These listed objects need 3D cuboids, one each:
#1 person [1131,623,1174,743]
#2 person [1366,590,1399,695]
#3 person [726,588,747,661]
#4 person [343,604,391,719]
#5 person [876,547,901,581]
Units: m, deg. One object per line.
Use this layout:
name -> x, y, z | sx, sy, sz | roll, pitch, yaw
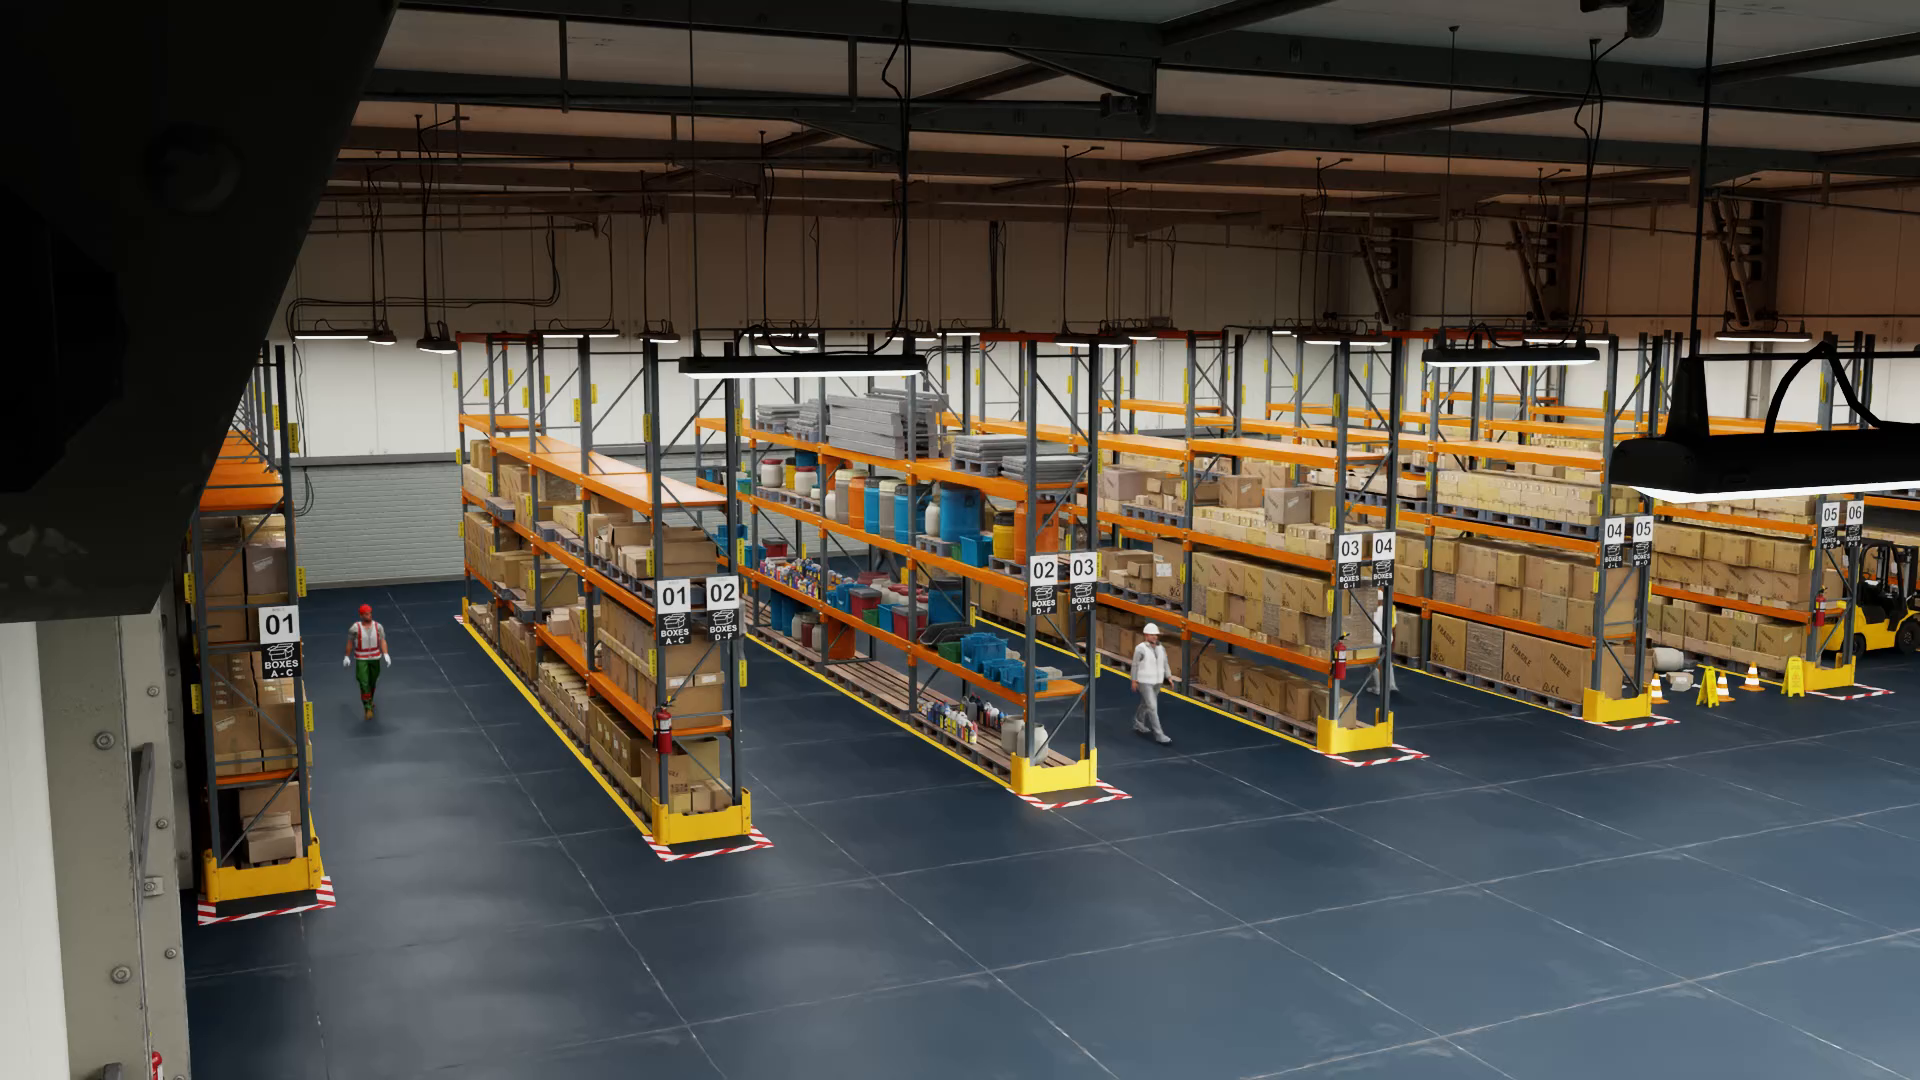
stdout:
person -> 2.902, 2.109, 24.891 | 0.559, 1.724, 0.997 | -5, 9, -34
person -> 7.054, 1.719, 27.846 | 0.594, 1.765, 0.548 | -3, 8, -23
person -> -3.882, 1.638, 29.065 | 0.364, 1.602, 0.458 | 4, 9, 26
person -> -9.417, 1.890, 26.430 | 0.653, 1.738, 1.025 | -5, 9, -33
person -> -1.709, 0.165, 39.712 | 0.971, 1.603, 0.471 | 0, 8, 0
